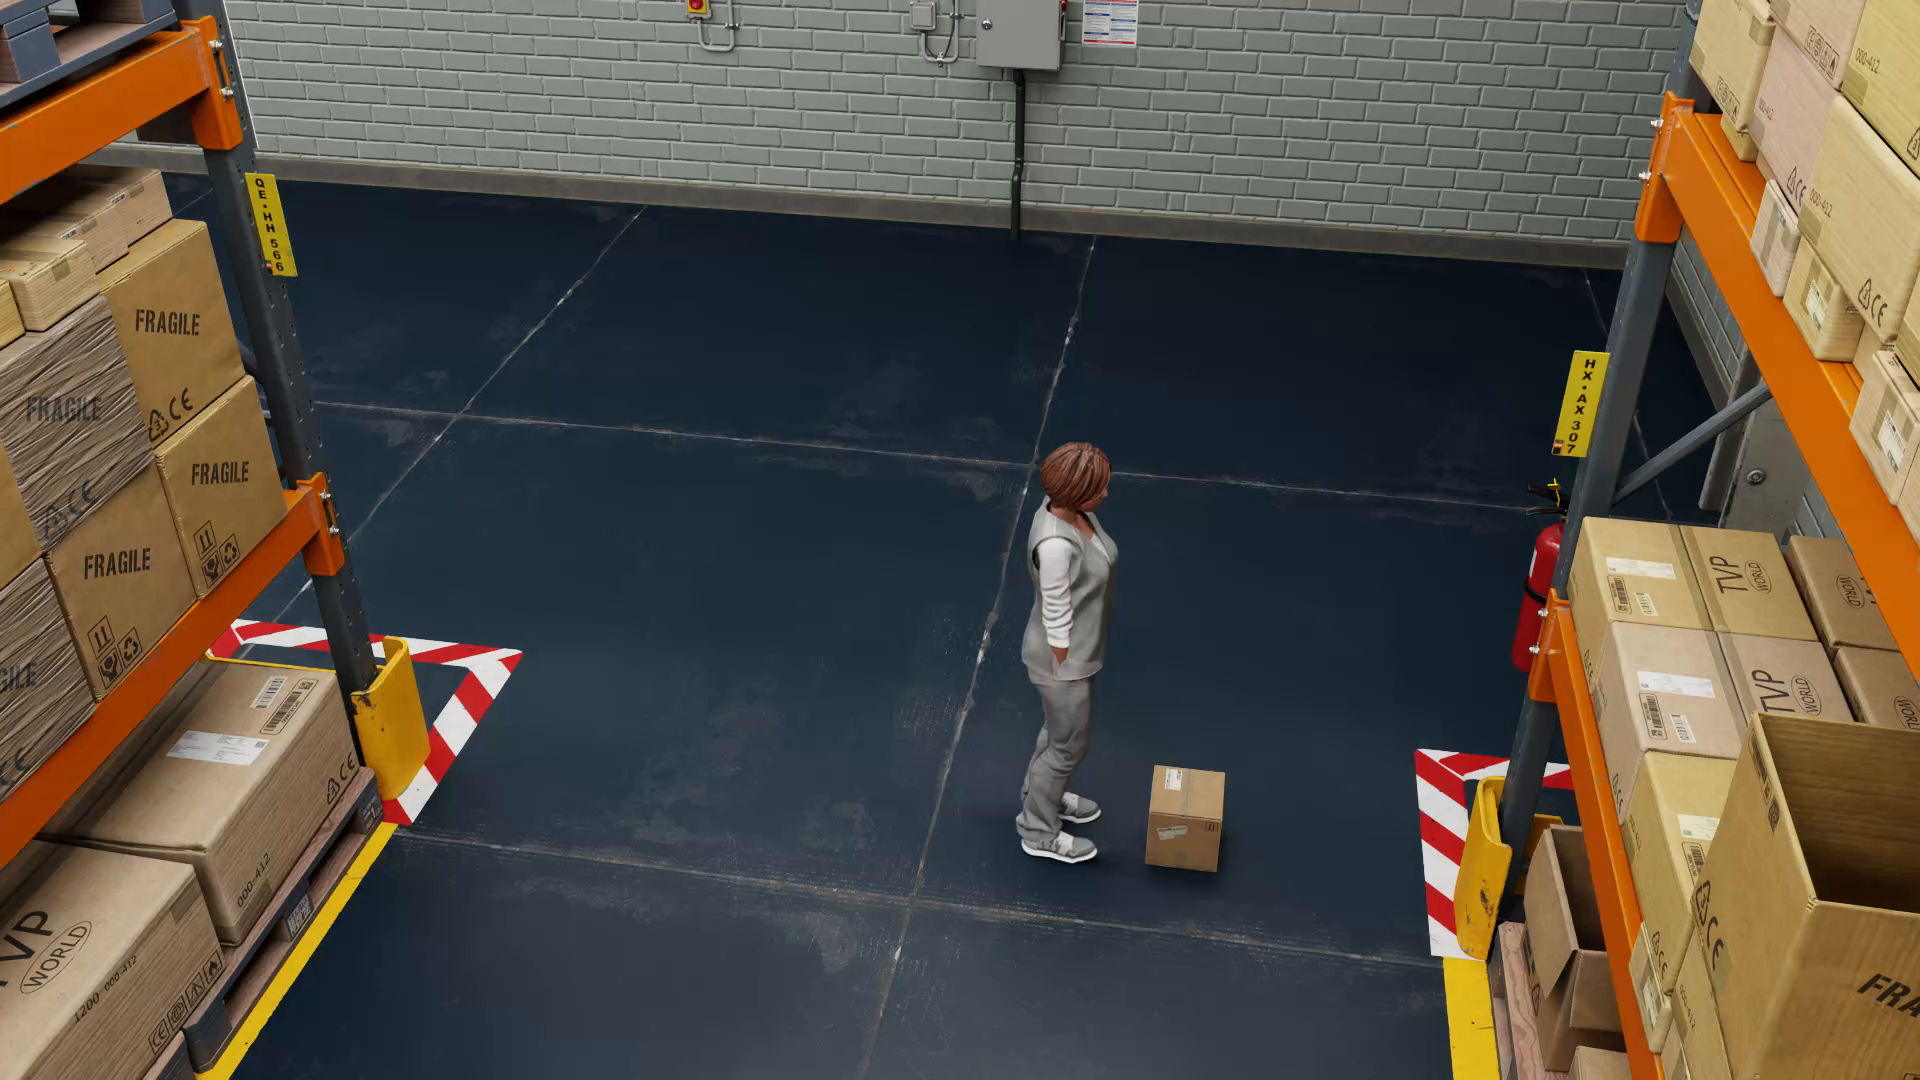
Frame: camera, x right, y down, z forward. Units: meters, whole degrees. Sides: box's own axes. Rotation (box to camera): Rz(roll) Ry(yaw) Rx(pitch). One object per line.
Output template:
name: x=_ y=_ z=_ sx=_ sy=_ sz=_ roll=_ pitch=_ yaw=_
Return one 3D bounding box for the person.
person: x=0.359 y=0.373 z=5.578 sx=0.304 sy=1.594 sz=0.407 roll=6 pitch=33 yaw=9
